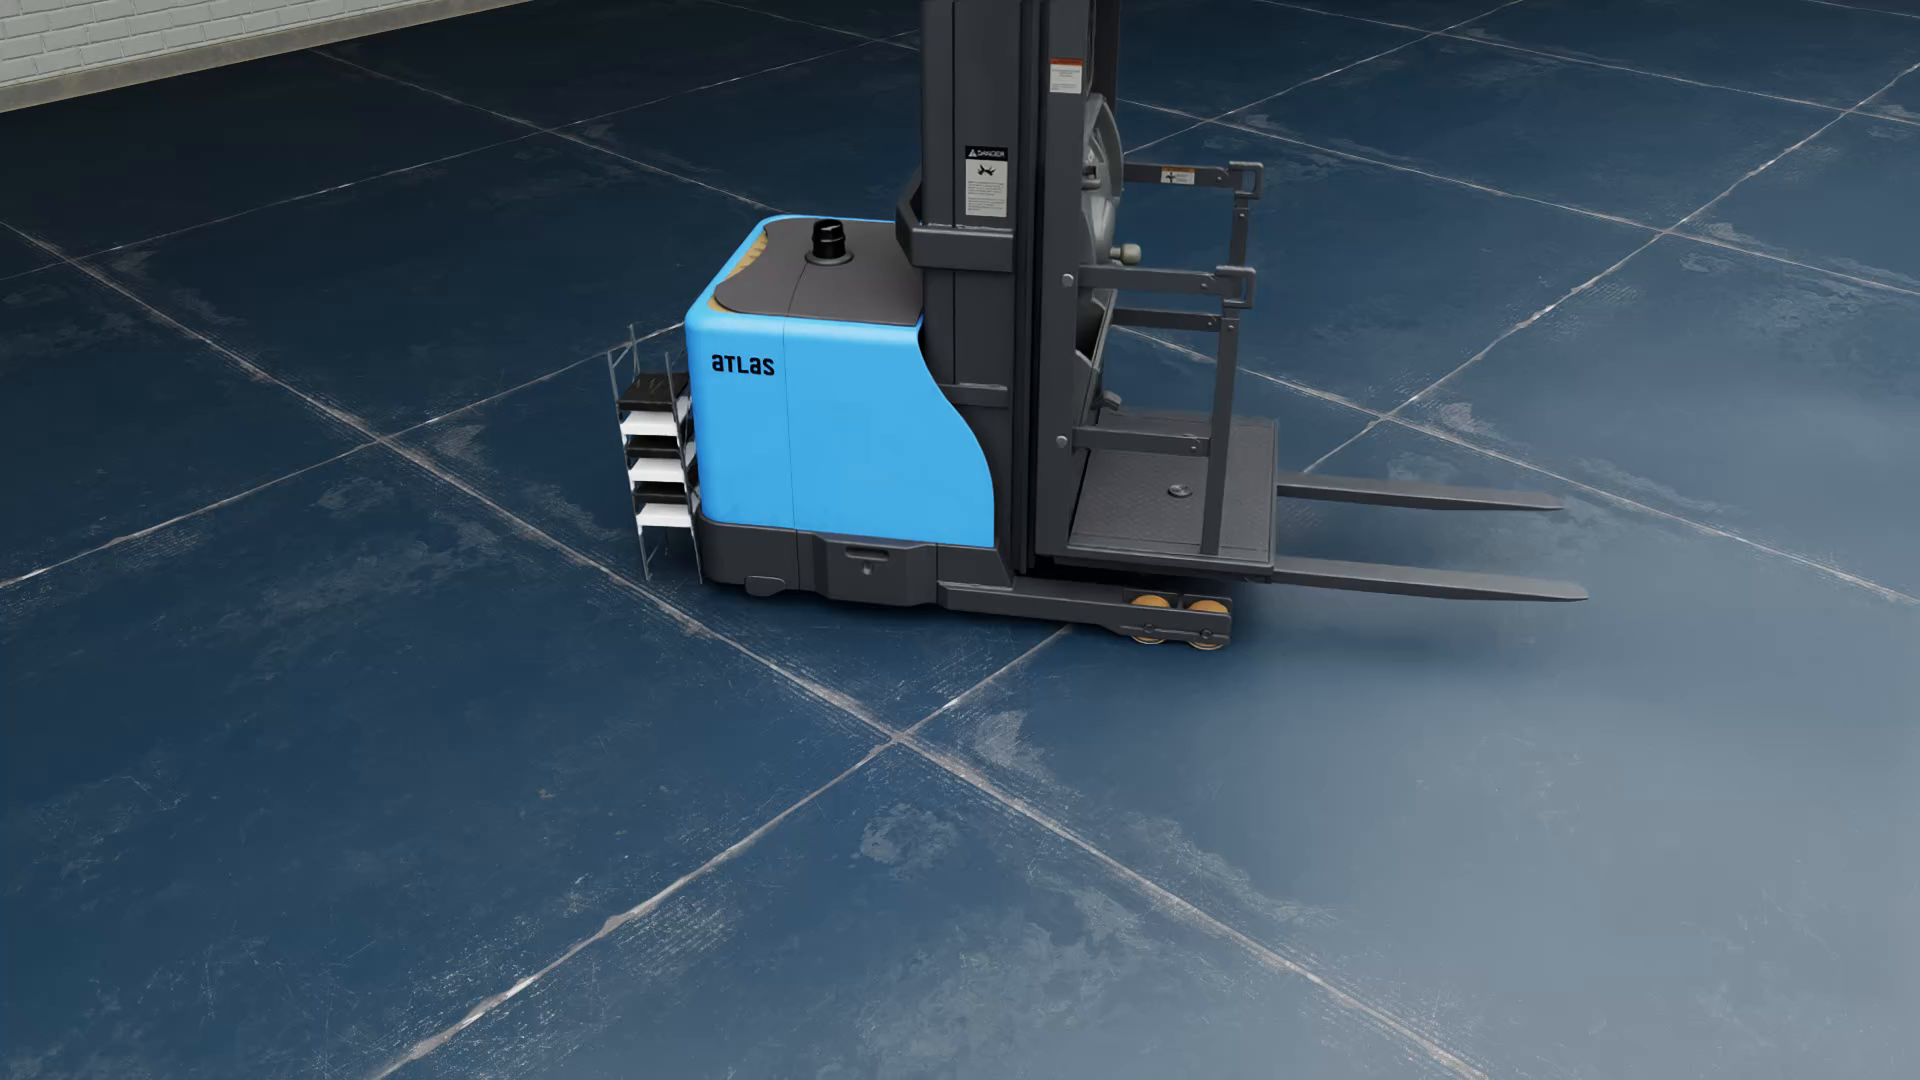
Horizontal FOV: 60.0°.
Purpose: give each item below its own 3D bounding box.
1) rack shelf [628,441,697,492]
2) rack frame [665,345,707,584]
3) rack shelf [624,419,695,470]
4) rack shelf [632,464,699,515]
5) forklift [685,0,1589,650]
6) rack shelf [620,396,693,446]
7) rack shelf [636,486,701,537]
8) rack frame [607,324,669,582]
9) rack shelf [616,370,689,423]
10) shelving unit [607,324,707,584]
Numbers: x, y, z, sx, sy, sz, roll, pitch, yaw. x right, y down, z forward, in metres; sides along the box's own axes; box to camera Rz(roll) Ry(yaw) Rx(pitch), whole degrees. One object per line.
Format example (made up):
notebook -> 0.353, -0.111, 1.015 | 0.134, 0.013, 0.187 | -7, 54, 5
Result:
rack shelf -> -1.029, -0.265, 5.872 | 0.200, 0.077, 0.258 | 2, 31, 10
rack frame -> -0.931, -0.289, 5.838 | 0.006, 0.900, 0.240 | 2, 31, 10
rack shelf -> -1.034, -0.342, 5.827 | 0.200, 0.077, 0.258 | 2, 31, 10
rack shelf -> -1.025, -0.188, 5.918 | 0.200, 0.077, 0.258 | 2, 31, 10
forklift -> 0.649, -1.180, 5.368 | 3.031, 2.935, 1.130 | 5, 31, 9
rack shelf -> -1.039, -0.420, 5.781 | 0.200, 0.077, 0.258 | 2, 31, 10
rack shelf -> -1.020, -0.110, 5.964 | 0.200, 0.077, 0.258 | 2, 31, 10
rack frame -> -1.131, -0.298, 5.873 | 0.006, 0.900, 0.240 | 2, 31, 10
rack shelf -> -1.044, -0.497, 5.735 | 0.200, 0.077, 0.258 | 2, 31, 10
shelving unit -> -1.031, -0.294, 5.855 | 0.210, 0.900, 0.258 | 2, 31, 10
